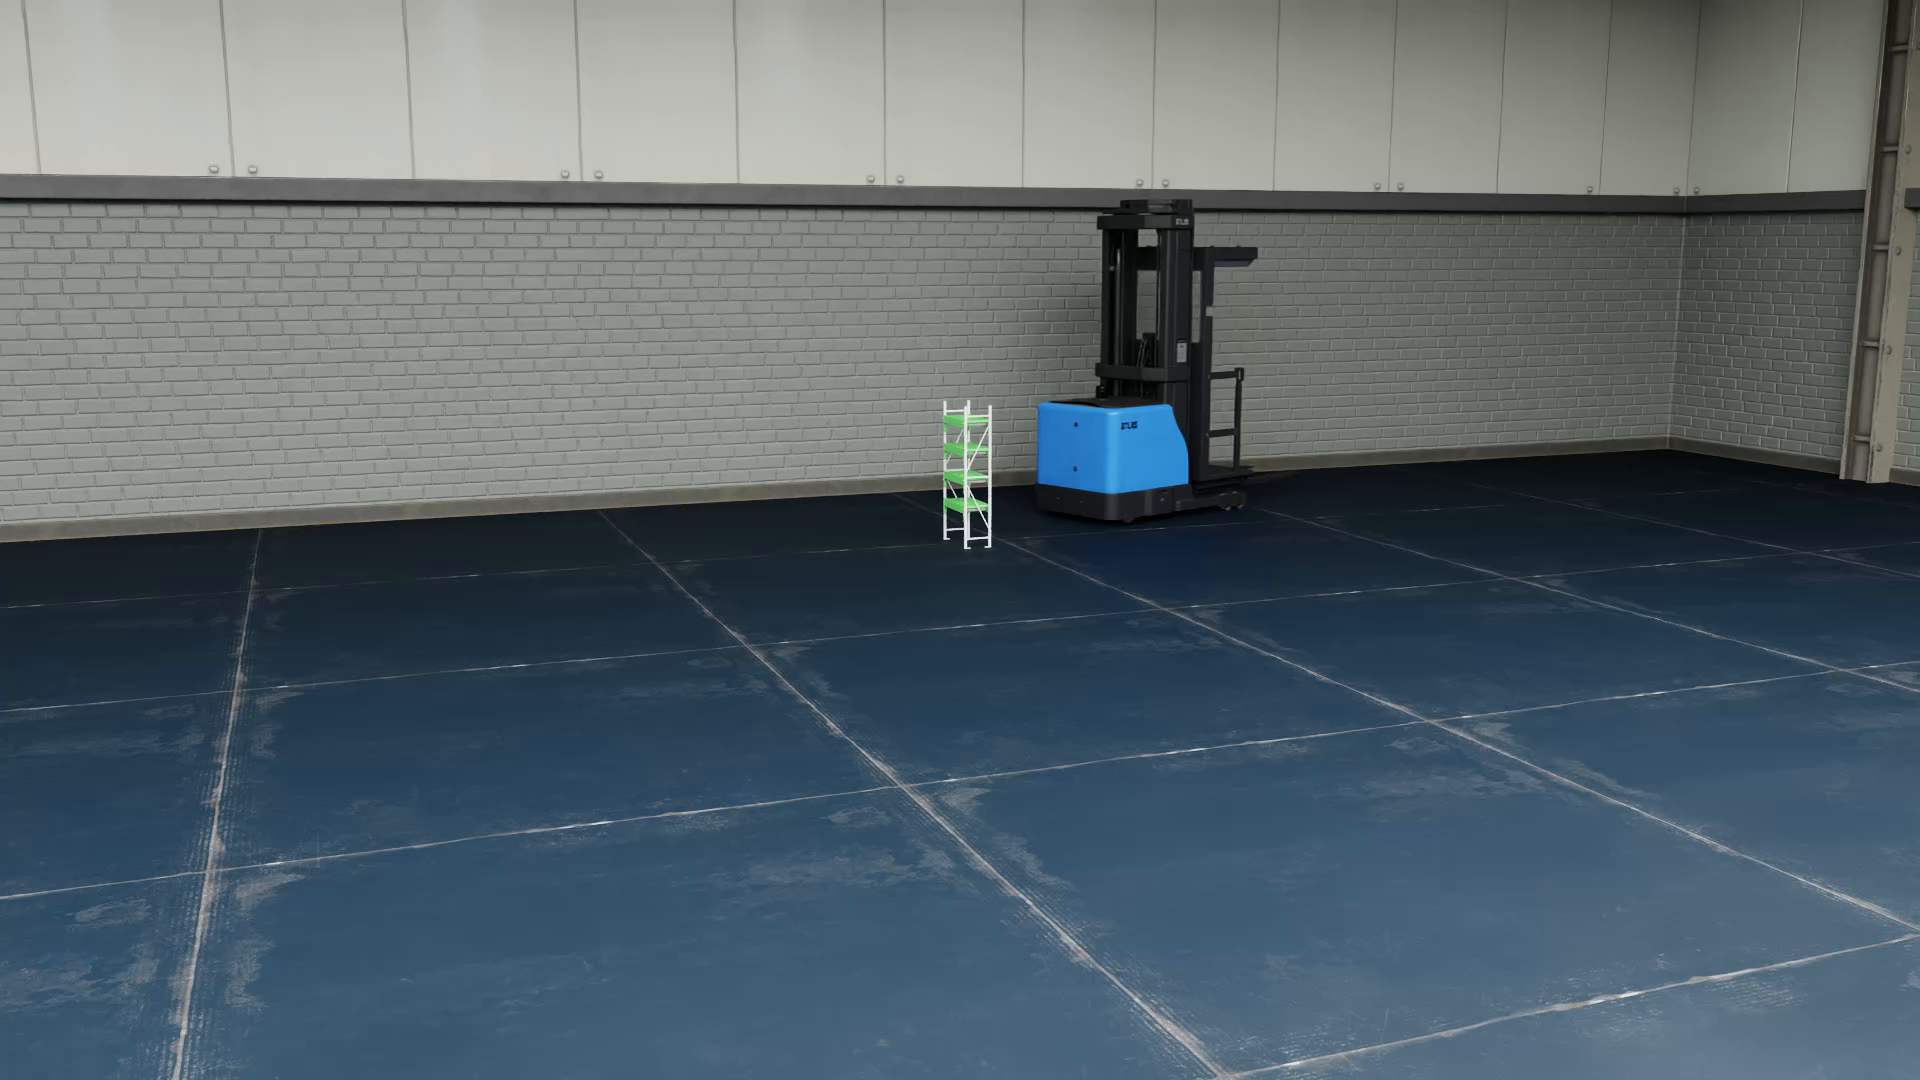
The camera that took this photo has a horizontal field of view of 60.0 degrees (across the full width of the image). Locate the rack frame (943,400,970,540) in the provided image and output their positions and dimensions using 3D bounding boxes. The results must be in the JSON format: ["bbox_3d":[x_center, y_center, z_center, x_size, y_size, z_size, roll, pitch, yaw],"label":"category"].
[{"bbox_3d":[-0.028,-0.604,14.387,0.240,1.200,0.015,-4,11,-21],"label":"rack frame"}]

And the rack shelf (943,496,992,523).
[{"bbox_3d":[0.060,-0.265,14.216,0.258,0.148,0.480,-4,11,-21],"label":"rack shelf"}]

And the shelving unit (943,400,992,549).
[{"bbox_3d":[0.060,-0.564,14.163,0.258,1.200,0.503,-4,11,-21],"label":"shelving unit"}]

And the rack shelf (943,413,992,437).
[{"bbox_3d":[0.060,-0.973,14.090,0.258,0.148,0.480,-4,11,-21],"label":"rack shelf"}]

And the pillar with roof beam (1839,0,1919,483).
[{"bbox_3d":[5.823,-4.808,15.754,9.100,9.000,0.400,-4,11,-21],"label":"pillar with roof beam"}]

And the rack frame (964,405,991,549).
[{"bbox_3d":[0.148,-0.524,13.939,0.240,1.200,0.015,-4,11,-21],"label":"rack frame"}]

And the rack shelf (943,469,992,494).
[{"bbox_3d":[0.060,-0.501,14.174,0.258,0.148,0.480,-4,11,-21],"label":"rack shelf"}]

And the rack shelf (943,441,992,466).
[{"bbox_3d":[0.060,-0.737,14.132,0.258,0.148,0.480,-4,11,-21],"label":"rack shelf"}]

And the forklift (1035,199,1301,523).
[{"bbox_3d":[2.148,-1.786,16.090,3.031,2.935,1.130,-9,13,-41],"label":"forklift"}]
